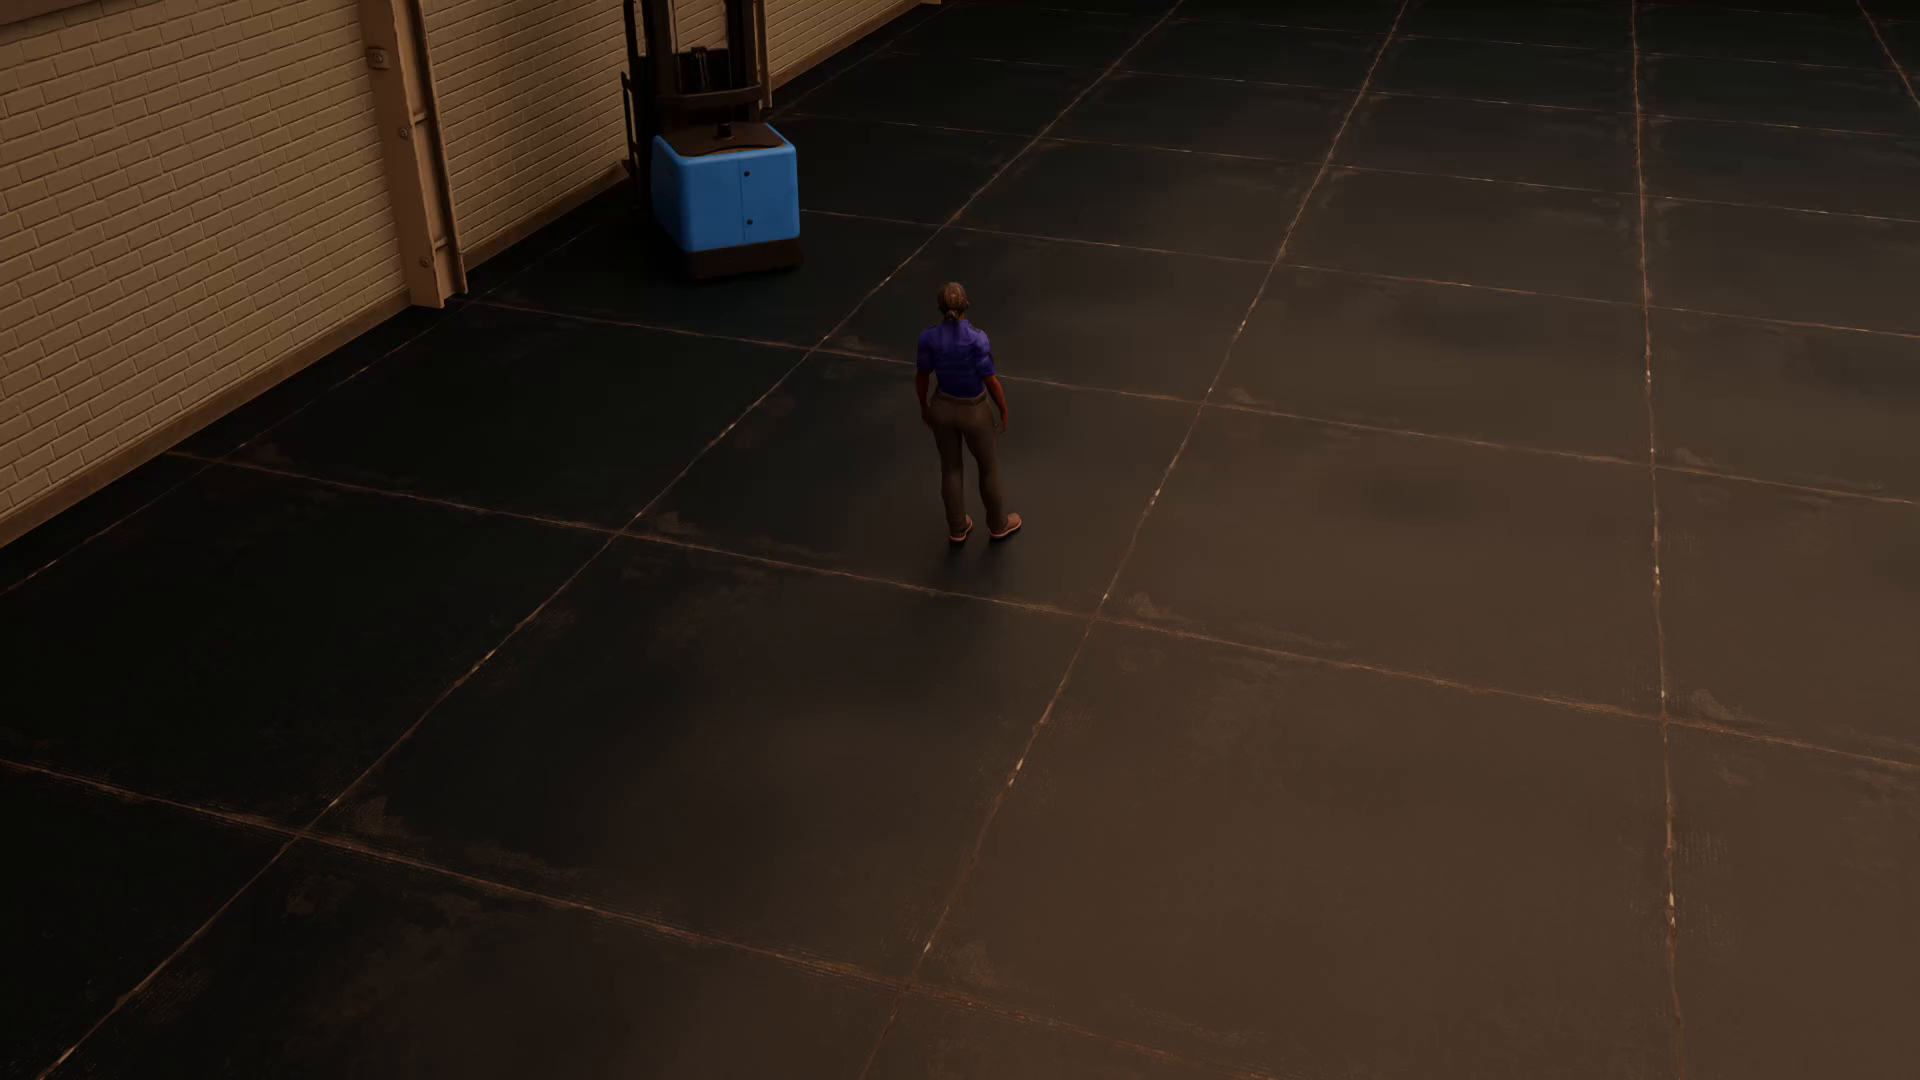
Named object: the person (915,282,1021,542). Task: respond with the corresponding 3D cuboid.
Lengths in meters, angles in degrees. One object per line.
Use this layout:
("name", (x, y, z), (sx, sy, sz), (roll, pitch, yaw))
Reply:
("person", (0.047, -0.763, 9.749), (0.569, 1.656, 0.503), (10, 31, 16))

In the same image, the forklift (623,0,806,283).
("forklift", (-2.341, -4.098, 14.325), (1.130, 2.935, 3.031), (-12, 32, -20))
